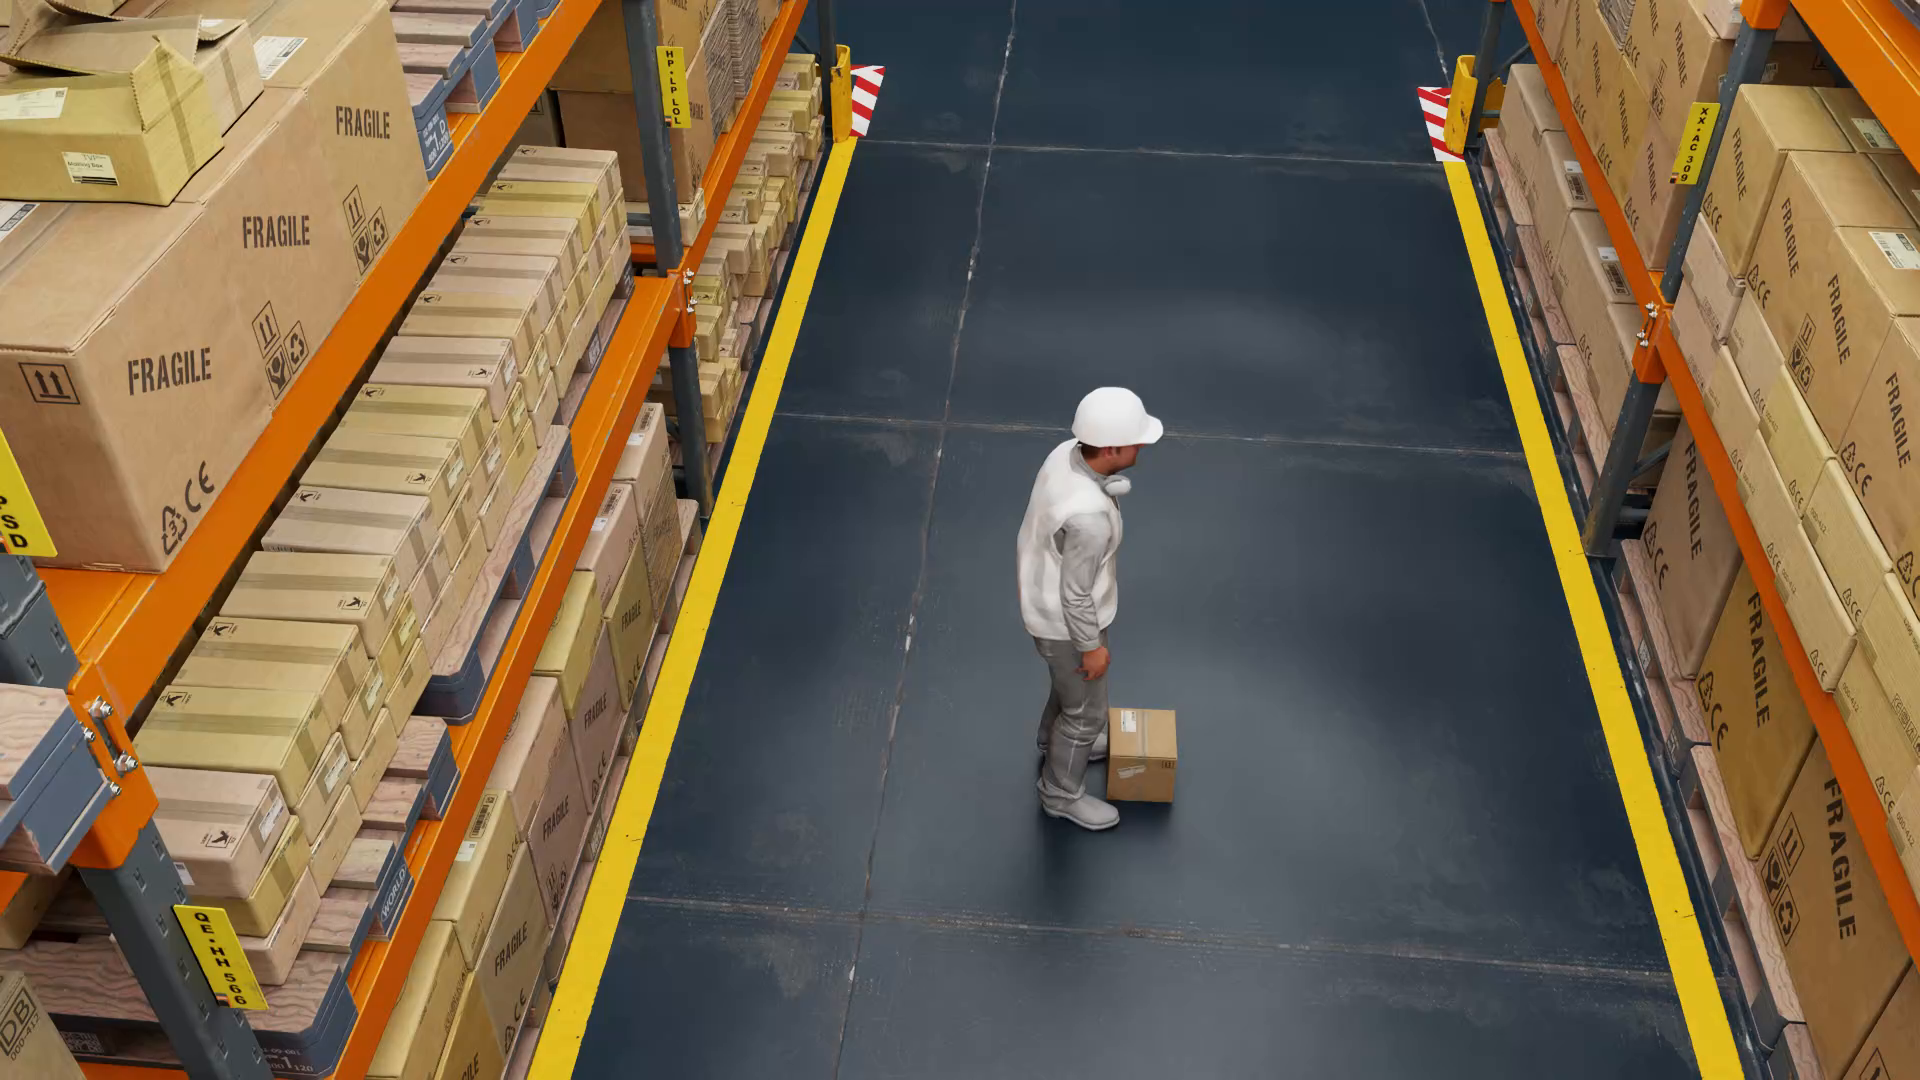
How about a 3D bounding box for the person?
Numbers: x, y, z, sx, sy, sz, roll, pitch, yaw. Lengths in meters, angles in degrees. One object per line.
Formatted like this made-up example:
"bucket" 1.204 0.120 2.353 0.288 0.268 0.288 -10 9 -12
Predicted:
"person" 0.428 0.223 5.870 0.465 1.767 0.589 1 40 1
